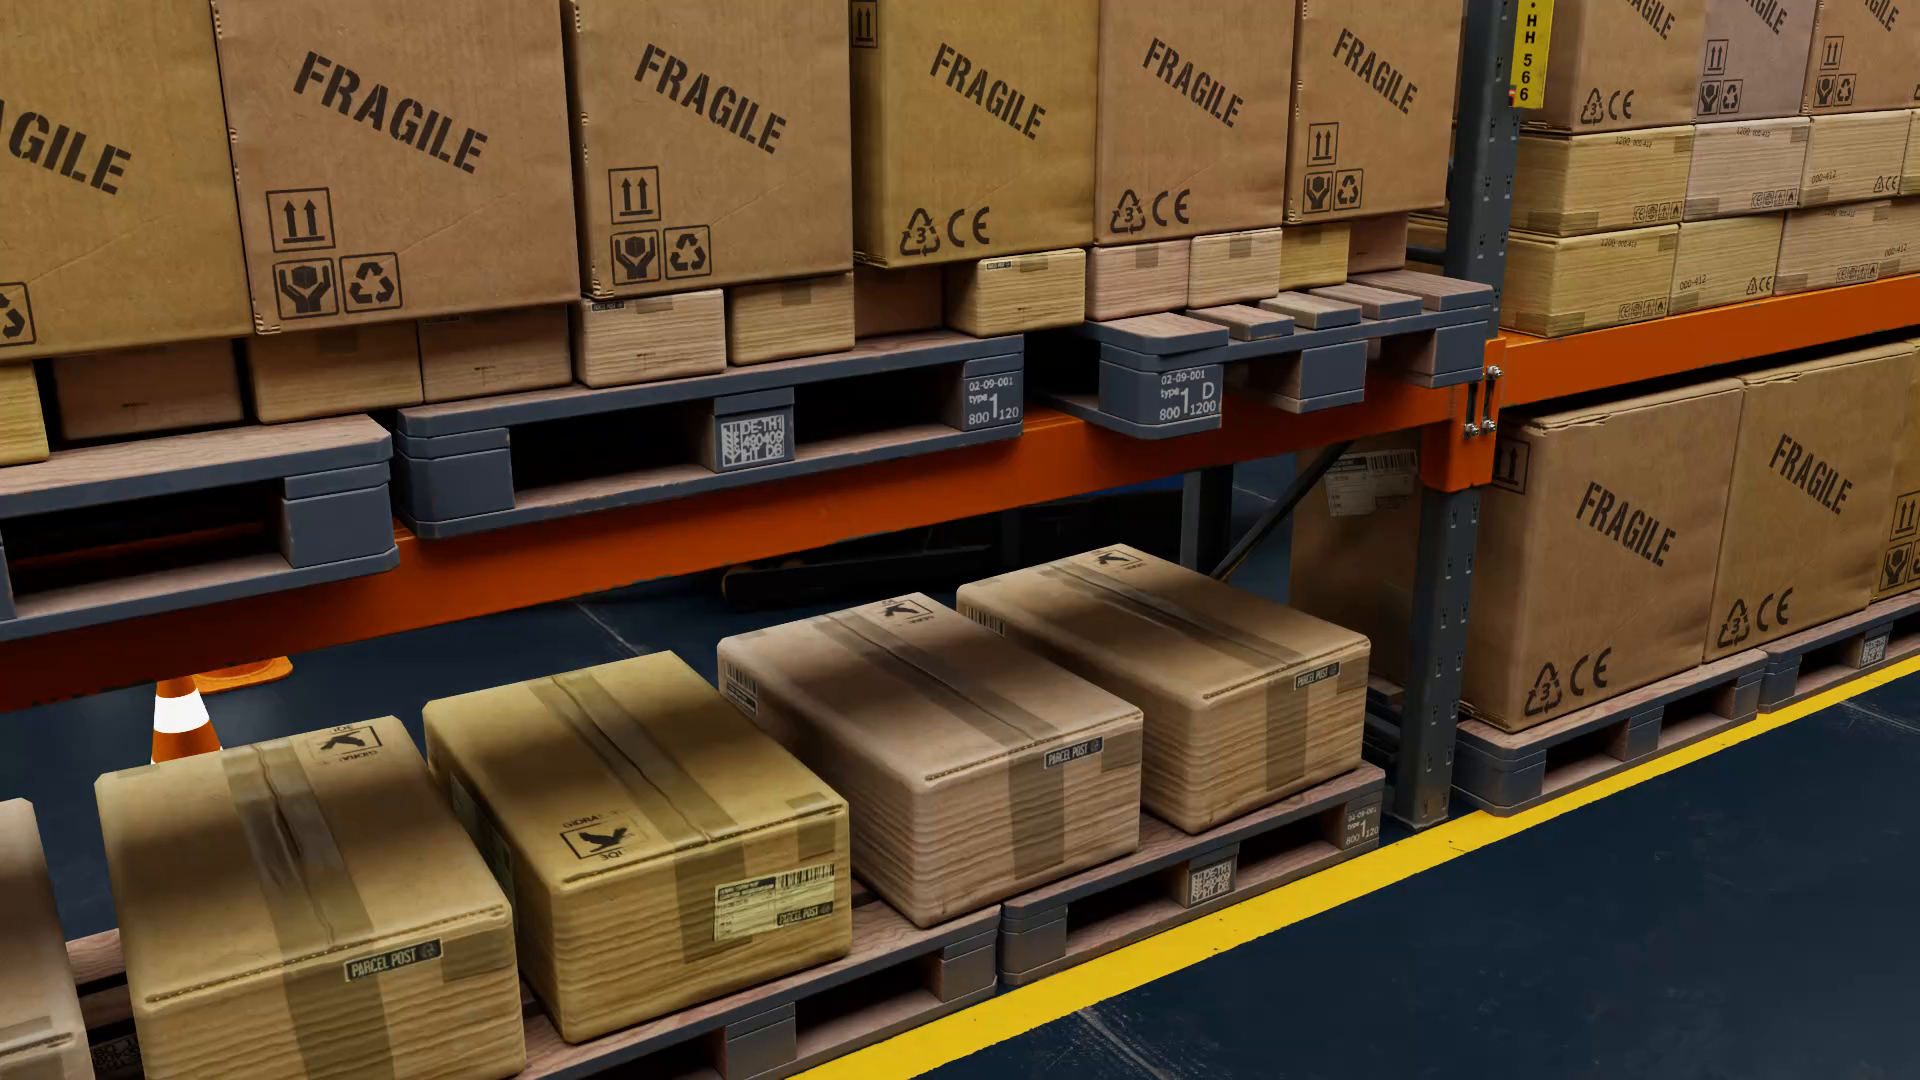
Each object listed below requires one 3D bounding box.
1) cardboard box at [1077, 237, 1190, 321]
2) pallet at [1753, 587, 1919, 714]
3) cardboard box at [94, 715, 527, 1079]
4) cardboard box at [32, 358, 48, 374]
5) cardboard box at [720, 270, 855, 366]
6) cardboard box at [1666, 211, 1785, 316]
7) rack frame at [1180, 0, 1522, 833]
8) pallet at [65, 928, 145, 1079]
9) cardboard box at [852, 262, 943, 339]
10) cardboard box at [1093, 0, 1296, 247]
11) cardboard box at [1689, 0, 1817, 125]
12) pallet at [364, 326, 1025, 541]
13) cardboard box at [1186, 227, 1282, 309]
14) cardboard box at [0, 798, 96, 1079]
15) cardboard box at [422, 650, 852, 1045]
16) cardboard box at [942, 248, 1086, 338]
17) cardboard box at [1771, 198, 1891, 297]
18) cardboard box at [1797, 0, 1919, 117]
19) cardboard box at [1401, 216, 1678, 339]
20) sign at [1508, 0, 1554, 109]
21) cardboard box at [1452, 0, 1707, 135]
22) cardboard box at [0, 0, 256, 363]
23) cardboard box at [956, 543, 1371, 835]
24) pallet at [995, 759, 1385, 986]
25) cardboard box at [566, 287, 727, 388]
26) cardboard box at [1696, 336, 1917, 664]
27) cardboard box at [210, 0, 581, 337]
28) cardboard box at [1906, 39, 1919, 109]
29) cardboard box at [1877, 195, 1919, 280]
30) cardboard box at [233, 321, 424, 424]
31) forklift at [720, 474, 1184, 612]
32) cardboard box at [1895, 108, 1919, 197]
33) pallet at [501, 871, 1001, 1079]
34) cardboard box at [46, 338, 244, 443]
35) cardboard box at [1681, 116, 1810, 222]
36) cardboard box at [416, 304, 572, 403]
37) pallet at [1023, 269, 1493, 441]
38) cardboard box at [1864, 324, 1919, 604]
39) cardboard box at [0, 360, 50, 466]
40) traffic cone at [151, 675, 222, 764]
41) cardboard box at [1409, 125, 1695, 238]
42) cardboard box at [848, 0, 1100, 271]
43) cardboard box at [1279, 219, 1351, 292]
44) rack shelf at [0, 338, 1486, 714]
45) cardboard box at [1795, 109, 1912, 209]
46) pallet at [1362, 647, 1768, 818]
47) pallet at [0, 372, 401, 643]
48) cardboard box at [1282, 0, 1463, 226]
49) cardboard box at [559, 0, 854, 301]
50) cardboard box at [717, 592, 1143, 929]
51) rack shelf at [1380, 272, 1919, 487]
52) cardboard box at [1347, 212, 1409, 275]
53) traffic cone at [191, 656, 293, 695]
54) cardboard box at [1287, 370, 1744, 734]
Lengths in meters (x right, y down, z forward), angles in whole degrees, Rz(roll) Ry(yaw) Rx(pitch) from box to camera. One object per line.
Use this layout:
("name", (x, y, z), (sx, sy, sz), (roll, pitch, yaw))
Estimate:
("cardboard box", (0.264, -0.578, 3.506), (0.250, 0.149, 0.380), (-13, 23, -34))
("pallet", (2.711, 0.205, 5.808), (1.213, 0.211, 1.003), (-12, 22, -31))
("cardboard box", (-1.312, 0.746, 3.301), (0.625, 0.372, 0.950), (-10, 21, -28))
("cardboard box", (-1.644, -0.420, 3.040), (0.250, 0.149, 0.380), (-12, 22, -32))
("cardboard box", (-0.402, -0.449, 3.125), (0.250, 0.149, 0.380), (-13, 22, -33))
("cardboard box", (1.959, -0.827, 4.740), (0.500, 0.250, 0.500), (-13, 22, -33))
("rack frame", (0.993, -0.784, 4.379), (0.127, 3.000, 1.000), (-12, 22, -31))
("pallet", (-1.698, 1.104, 3.148), (1.213, 0.211, 1.003), (-12, 22, -31))
("cardboard box", (-0.237, -0.515, 3.321), (0.250, 0.149, 0.380), (-12, 22, -31))
("cardboard box", (0.341, -0.922, 3.513), (0.500, 0.500, 0.500), (-12, 22, -32))
("cardboard box", (1.949, -1.416, 4.532), (0.500, 0.500, 0.500), (-12, 22, -31))
("pallet", (-0.638, -0.333, 3.346), (1.213, 0.211, 1.003), (-12, 22, -31))
("cardboard box", (0.479, -0.620, 3.631), (0.250, 0.149, 0.380), (-12, 22, -32))
("cardboard box", (-1.911, 0.874, 2.924), (0.625, 0.372, 0.950), (-12, 22, -31))
("cardboard box", (-0.733, 0.623, 3.665), (0.625, 0.372, 0.950), (-11, 22, -30))
("cardboard box", (0.042, -0.525, 3.352), (0.250, 0.149, 0.380), (-11, 22, -30))
("cardboard box", (2.401, -0.917, 5.009), (0.500, 0.250, 0.500), (-11, 22, -30))
("cardboard box", (2.389, -1.503, 4.790), (0.500, 0.500, 0.500), (-11, 22, -30))
("cardboard box", (1.540, -0.731, 4.459), (0.500, 0.250, 0.500), (-12, 22, -32))
("sign", (1.300, -1.151, 3.782), (0.005, 0.325, 0.100), (-12, 22, -31))
("cardboard box", (1.540, -1.326, 4.266), (0.500, 0.500, 0.500), (-13, 22, -33))
("cardboard box", (-1.380, -0.560, 2.443), (0.500, 0.500, 0.500), (-12, 22, -31))
("cardboard box", (0.516, 0.359, 4.446), (0.625, 0.372, 0.950), (-14, 23, -35))
("pallet", (0.340, 0.675, 4.419), (1.213, 0.211, 1.003), (-12, 22, -31))
("cardboard box", (-0.608, -0.394, 2.963), (0.250, 0.149, 0.380), (-11, 22, -29))
("cardboard box", (2.363, -0.231, 5.407), (0.875, 0.875, 0.875), (-12, 22, -31))
("cardboard box", (-0.960, -0.644, 2.689), (0.500, 0.500, 0.500), (-12, 22, -32))
("cardboard box", (2.812, -1.591, 5.050), (0.500, 0.500, 0.500), (-12, 22, -31))
("cardboard box", (2.811, -1.005, 5.269), (0.500, 0.250, 0.500), (-12, 22, -31))
("cardboard box", (-1.066, -0.318, 2.738), (0.250, 0.149, 0.380), (-12, 22, -31))
("forklift", (-0.651, -1.320, 6.072), (3.031, 2.935, 1.130), (-5, 19, -16))
("cardboard box", (2.838, -1.234, 5.164), (0.500, 0.250, 0.500), (-11, 22, -30))
("pallet", (-0.678, 0.888, 3.788), (1.213, 0.211, 1.003), (-12, 22, -31))
("cardboard box", (-1.304, -0.284, 2.637), (0.250, 0.149, 0.380), (-10, 21, -28))
("cardboard box", (1.984, -1.063, 4.660), (0.500, 0.250, 0.500), (-11, 22, -30))
("cardboard box", (-0.859, -0.361, 2.865), (0.250, 0.149, 0.380), (-12, 22, -31))
("pallet", (0.457, -0.539, 3.954), (1.003, 0.211, 1.213), (-12, 22, -31))
("cardboard box", (3.110, -0.389, 5.873), (0.875, 0.875, 0.875), (-11, 22, -30))
("cardboard box", (-1.499, -0.213, 2.429), (0.250, 0.149, 0.380), (-11, 22, -30))
("traffic cone", (-2.082, 0.530, 4.455), (0.334, 0.463, 0.336), (-12, 22, -31))
("cardboard box", (1.552, -0.973, 4.391), (0.500, 0.250, 0.500), (-12, 22, -32))
("cardboard box", (-0.080, -0.833, 3.249), (0.500, 0.500, 0.500), (-14, 23, -35))
("cardboard box", (0.665, -0.676, 3.798), (0.250, 0.149, 0.380), (-12, 22, -31))
("rack shelf", (-0.677, -0.090, 3.452), (4.000, 0.370, 1.077), (-12, 22, -31))
("cardboard box", (2.408, -1.148, 4.910), (0.500, 0.250, 0.500), (-12, 22, -32))
("pallet", (1.693, 0.419, 5.177), (1.213, 0.211, 1.003), (-12, 22, -31))
("pallet", (-1.629, -0.084, 2.609), (1.213, 0.211, 1.003), (-12, 22, -31))
("cardboard box", (0.766, -1.016, 3.791), (0.500, 0.500, 0.500), (-13, 22, -33))
("cardboard box", (-0.537, -0.737, 2.966), (0.500, 0.500, 0.500), (-13, 23, -34))
("cardboard box", (-0.096, 0.491, 4.055), (0.625, 0.372, 0.950), (-12, 22, -32))
("rack shelf", (2.664, -0.795, 5.536), (4.000, 0.370, 1.077), (-12, 22, -31))
("cardboard box", (0.849, -0.743, 3.995), (0.250, 0.149, 0.380), (-11, 22, -29))
("traffic cone", (-2.390, 0.211, 5.397), (0.334, 0.463, 0.336), (-12, 22, -31))
("cardboard box", (1.616, -0.075, 4.946), (0.875, 0.875, 0.875), (-12, 22, -32))
